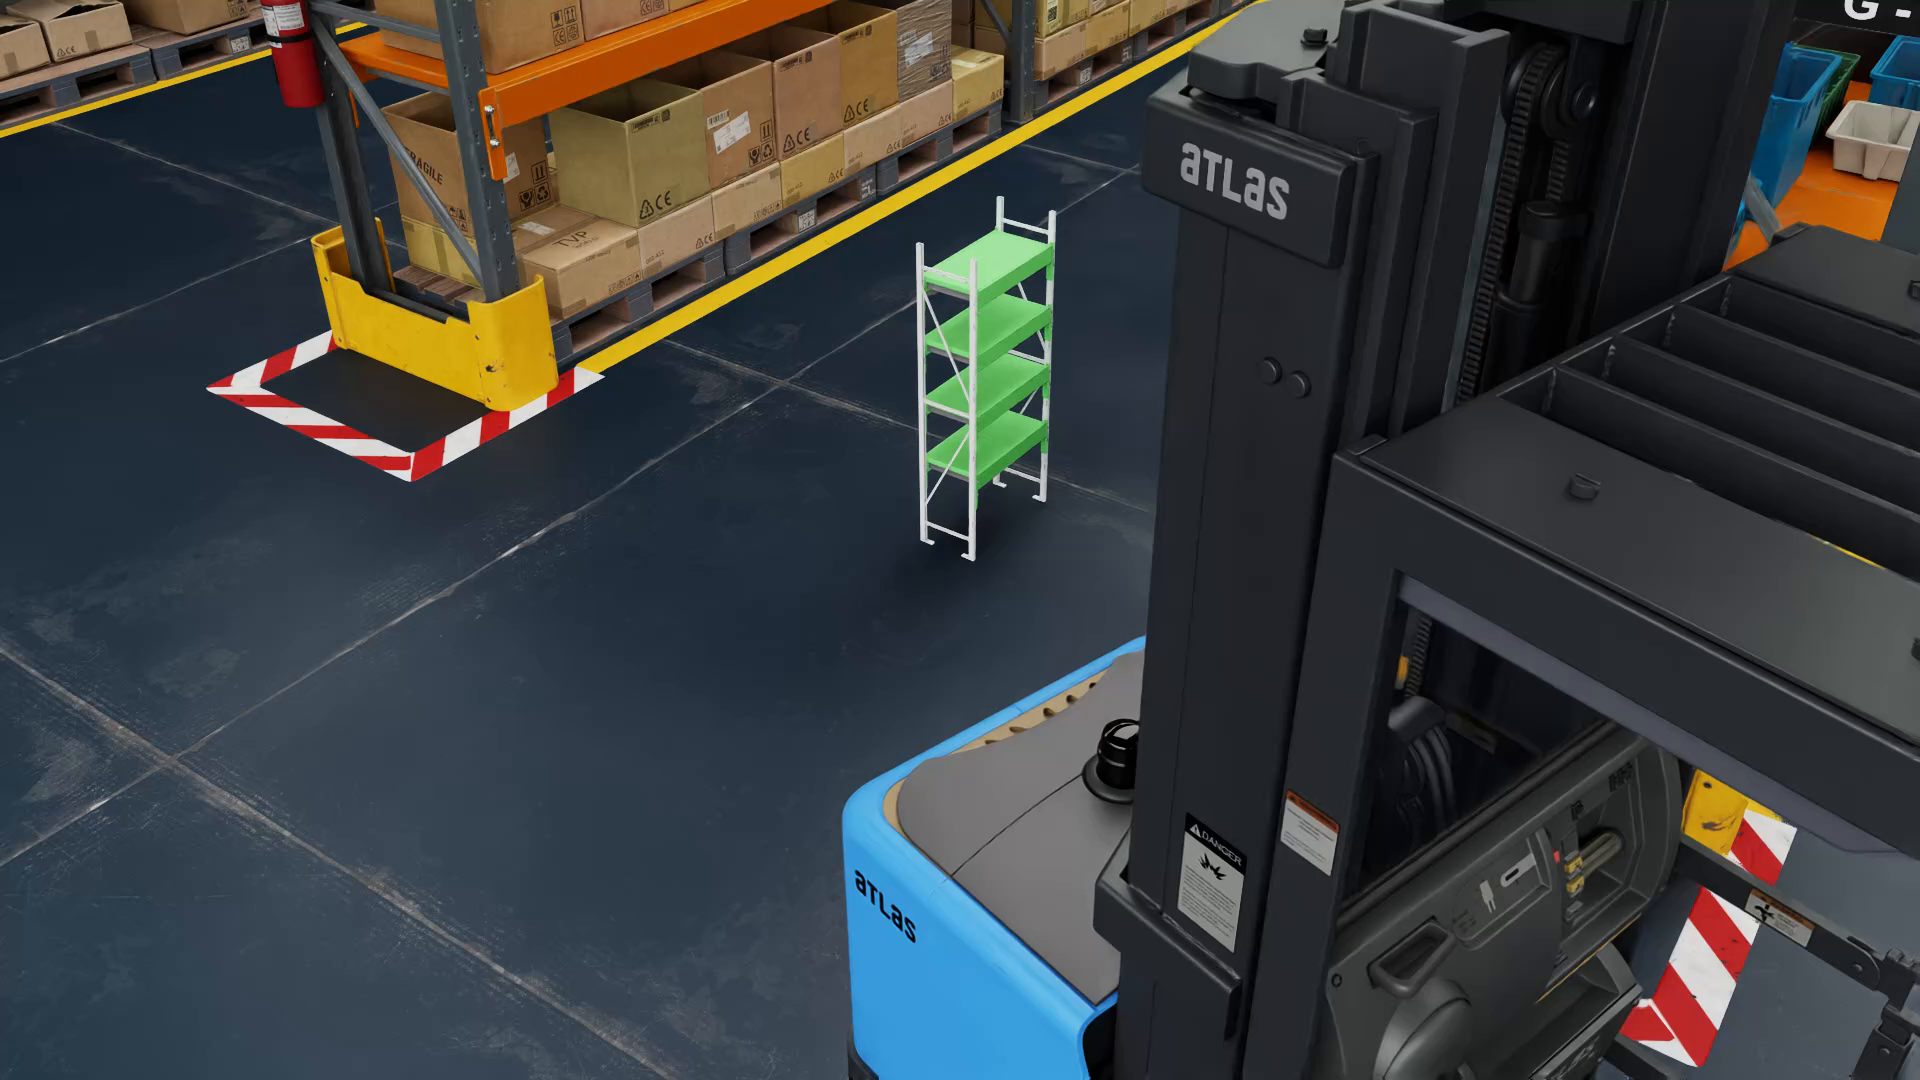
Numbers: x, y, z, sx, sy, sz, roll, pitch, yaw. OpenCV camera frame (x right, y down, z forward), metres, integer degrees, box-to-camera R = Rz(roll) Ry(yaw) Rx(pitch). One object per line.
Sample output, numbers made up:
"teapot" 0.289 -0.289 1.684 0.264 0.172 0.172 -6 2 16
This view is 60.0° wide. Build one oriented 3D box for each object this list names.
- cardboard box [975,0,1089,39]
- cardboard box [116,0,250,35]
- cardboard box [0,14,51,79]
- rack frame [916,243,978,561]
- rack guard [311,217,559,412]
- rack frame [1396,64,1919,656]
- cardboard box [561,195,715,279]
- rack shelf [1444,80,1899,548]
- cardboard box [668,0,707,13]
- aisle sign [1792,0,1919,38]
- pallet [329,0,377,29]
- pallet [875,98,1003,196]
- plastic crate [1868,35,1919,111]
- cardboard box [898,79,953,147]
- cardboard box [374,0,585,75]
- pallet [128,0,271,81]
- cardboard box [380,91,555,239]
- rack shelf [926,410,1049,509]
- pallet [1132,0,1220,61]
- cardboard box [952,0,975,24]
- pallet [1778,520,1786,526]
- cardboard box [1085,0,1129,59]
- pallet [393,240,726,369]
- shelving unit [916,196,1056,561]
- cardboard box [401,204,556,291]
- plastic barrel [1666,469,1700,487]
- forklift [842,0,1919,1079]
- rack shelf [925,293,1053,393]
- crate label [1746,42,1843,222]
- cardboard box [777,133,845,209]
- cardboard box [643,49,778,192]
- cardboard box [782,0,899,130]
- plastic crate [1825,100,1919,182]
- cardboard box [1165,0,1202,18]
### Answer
"cardboard box" 0.433 -3.267 9.983 0.500 0.311 0.500 21 40 28
"cardboard box" -5.107 -3.650 10.808 0.700 0.500 0.500 19 38 25
"cardboard box" -5.891 -2.987 9.997 0.500 0.311 0.500 17 37 23
"rack frame" -0.045 -0.461 5.860 0.240 1.200 0.015 21 39 28
"rack guard" -2.302 -1.002 7.286 1.175 0.500 0.348 21 39 28
"rack frame" 1.779 -0.465 4.260 1.000 3.000 0.127 21 39 28
"cardboard box" -1.517 -1.491 7.856 0.500 0.250 0.500 21 39 28
"rack shelf" 2.920 -1.087 5.822 1.077 0.370 4.000 21 39 28
"cardboard box" -1.428 -2.771 7.580 0.700 0.500 0.500 22 40 28
"aisle sign" 1.979 -1.415 3.344 0.394 0.787 0.004 21 39 28
"pallet" -4.433 -3.994 11.968 1.003 0.211 1.213 21 39 28
"pallet" -0.495 -2.382 9.583 1.003 0.211 1.213 21 39 28
"plastic crate" 3.652 -1.648 6.142 0.499 0.251 0.616 21 39 28
"cardboard box" -0.385 -2.414 9.222 0.500 0.250 0.500 21 39 28
"cardboard box" -2.011 -2.301 6.885 0.700 0.500 0.500 21 39 28
"pallet" -5.128 -3.431 11.135 1.003 0.211 1.213 21 39 28
"cardboard box" -2.227 -1.736 7.550 0.500 0.500 0.500 21 39 28
"rack shelf" 0.094 -0.321 6.197 0.258 0.148 0.480 21 39 28
"pallet" 1.076 -3.650 11.458 1.003 0.211 1.213 21 39 28
"cardboard box" -0.012 -3.435 10.230 0.500 0.311 0.500 21 39 28
"pallet" 2.948 -0.291 6.492 1.003 0.211 1.213 21 39 28
"cardboard box" 0.719 -3.266 10.481 0.500 0.250 0.500 22 40 29
"pallet" -1.886 -1.259 7.923 1.003 0.211 1.213 21 39 28
"shelving unit" 0.094 -0.573 6.027 0.258 1.200 0.503 21 39 28
"cardboard box" -2.225 -1.425 7.759 0.500 0.250 0.500 21 39 28
"plastic barrel" 2.378 -0.166 5.664 0.421 0.512 0.421 0 34 0
"forklift" 1.052 0.689 2.615 1.130 2.935 3.031 -25 41 -32
"rack shelf" 0.094 -0.719 5.928 0.258 0.148 0.480 21 39 28
"crate label" 2.607 -1.413 5.630 0.502 0.435 0.616 21 39 28
"cardboard box" -0.943 -1.949 8.534 0.500 0.250 0.500 21 39 28
"cardboard box" -1.241 -2.035 7.992 0.500 0.500 0.500 21 39 28
"cardboard box" -0.669 -2.494 8.671 0.500 0.500 0.500 21 39 28
"plastic crate" 3.342 -1.368 5.831 0.530 0.136 0.437 21 39 28
"cardboard box" 1.303 -3.739 11.181 0.500 0.250 0.500 22 40 29
